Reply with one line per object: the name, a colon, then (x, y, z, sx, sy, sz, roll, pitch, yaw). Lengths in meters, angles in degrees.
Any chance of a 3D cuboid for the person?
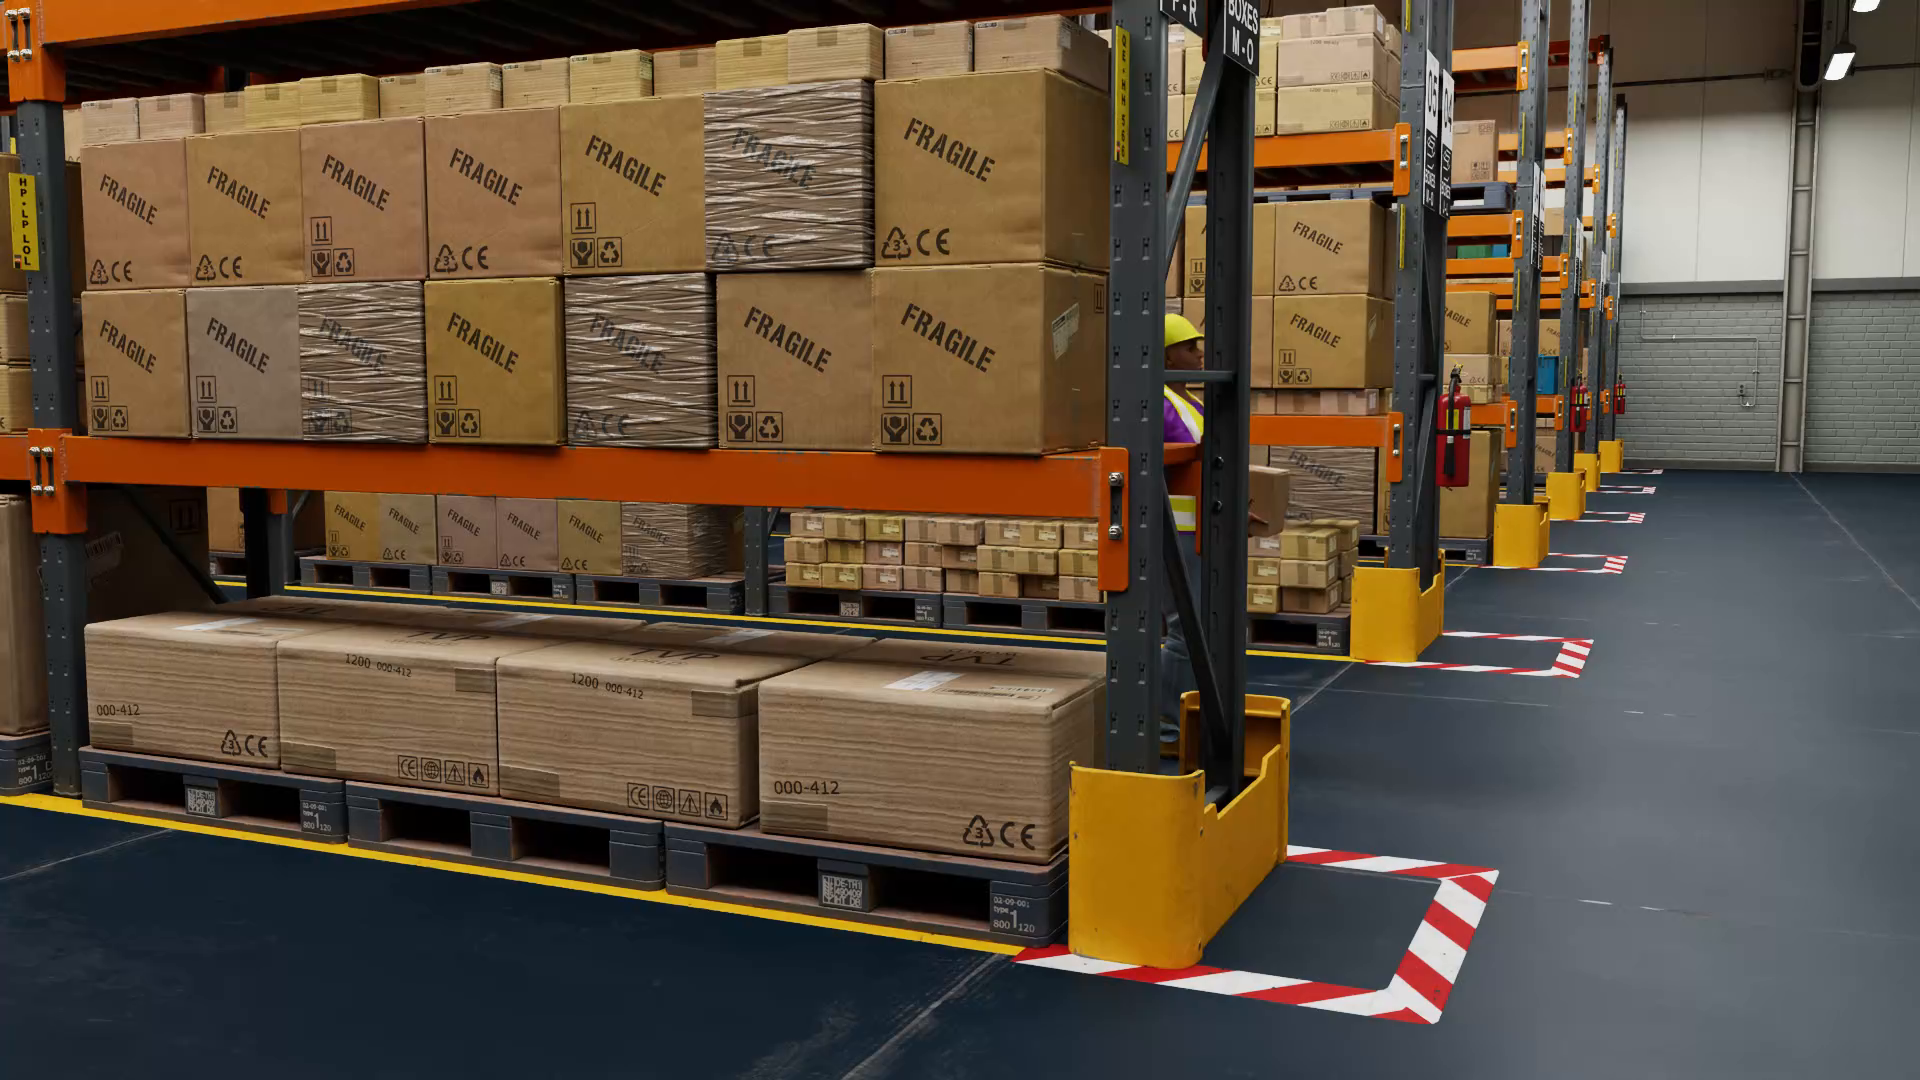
person: (0.974, -0.018, 6.635, 0.587, 1.760, 0.503, 3, 6, 24)
